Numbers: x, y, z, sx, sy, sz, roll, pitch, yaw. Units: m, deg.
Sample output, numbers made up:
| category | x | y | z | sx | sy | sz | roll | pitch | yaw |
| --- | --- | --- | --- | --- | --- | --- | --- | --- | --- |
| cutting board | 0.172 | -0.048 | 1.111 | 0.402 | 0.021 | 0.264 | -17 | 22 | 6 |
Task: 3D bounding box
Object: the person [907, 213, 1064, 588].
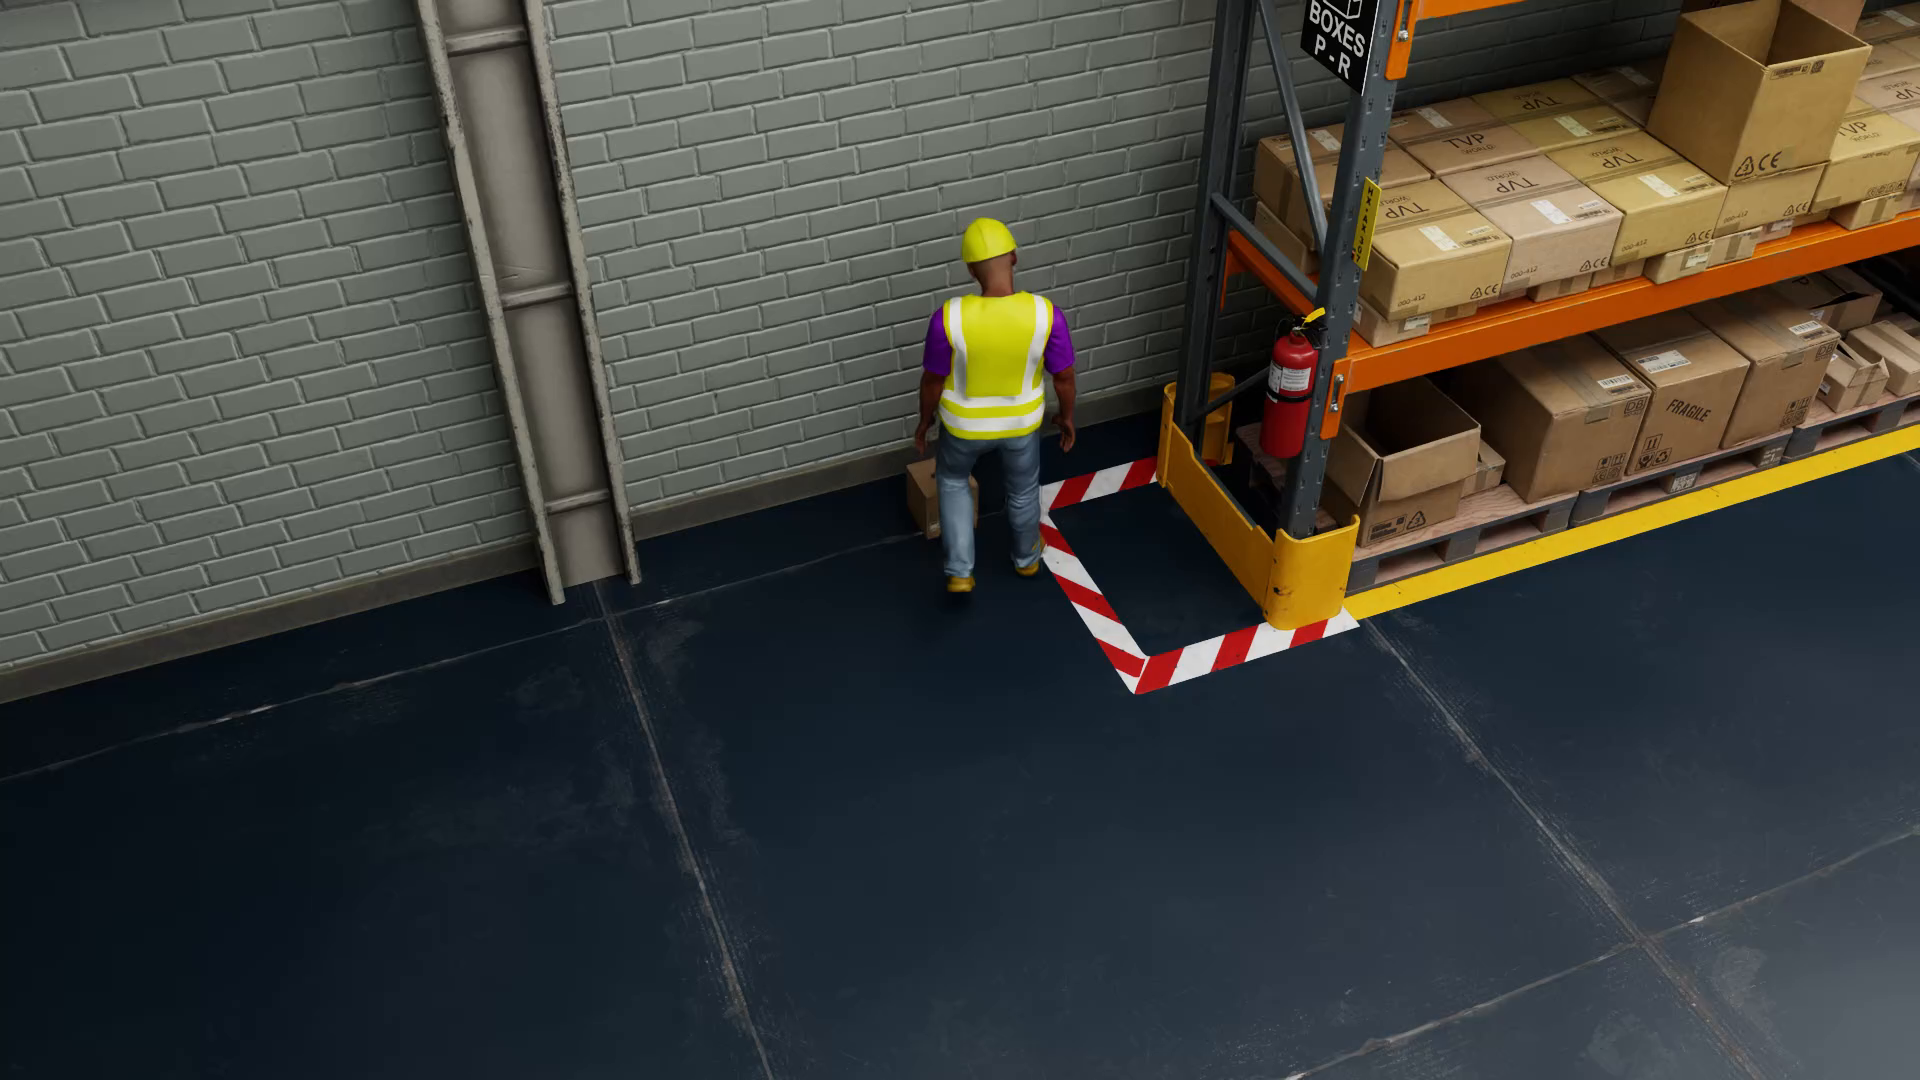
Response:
| category | x | y | z | sx | sy | sz | roll | pitch | yaw |
| --- | --- | --- | --- | --- | --- | --- | --- | --- | --- |
| person | 0.073 | -0.548 | 6.750 | 0.652 | 1.795 | 0.503 | -10 | 42 | -11 |
